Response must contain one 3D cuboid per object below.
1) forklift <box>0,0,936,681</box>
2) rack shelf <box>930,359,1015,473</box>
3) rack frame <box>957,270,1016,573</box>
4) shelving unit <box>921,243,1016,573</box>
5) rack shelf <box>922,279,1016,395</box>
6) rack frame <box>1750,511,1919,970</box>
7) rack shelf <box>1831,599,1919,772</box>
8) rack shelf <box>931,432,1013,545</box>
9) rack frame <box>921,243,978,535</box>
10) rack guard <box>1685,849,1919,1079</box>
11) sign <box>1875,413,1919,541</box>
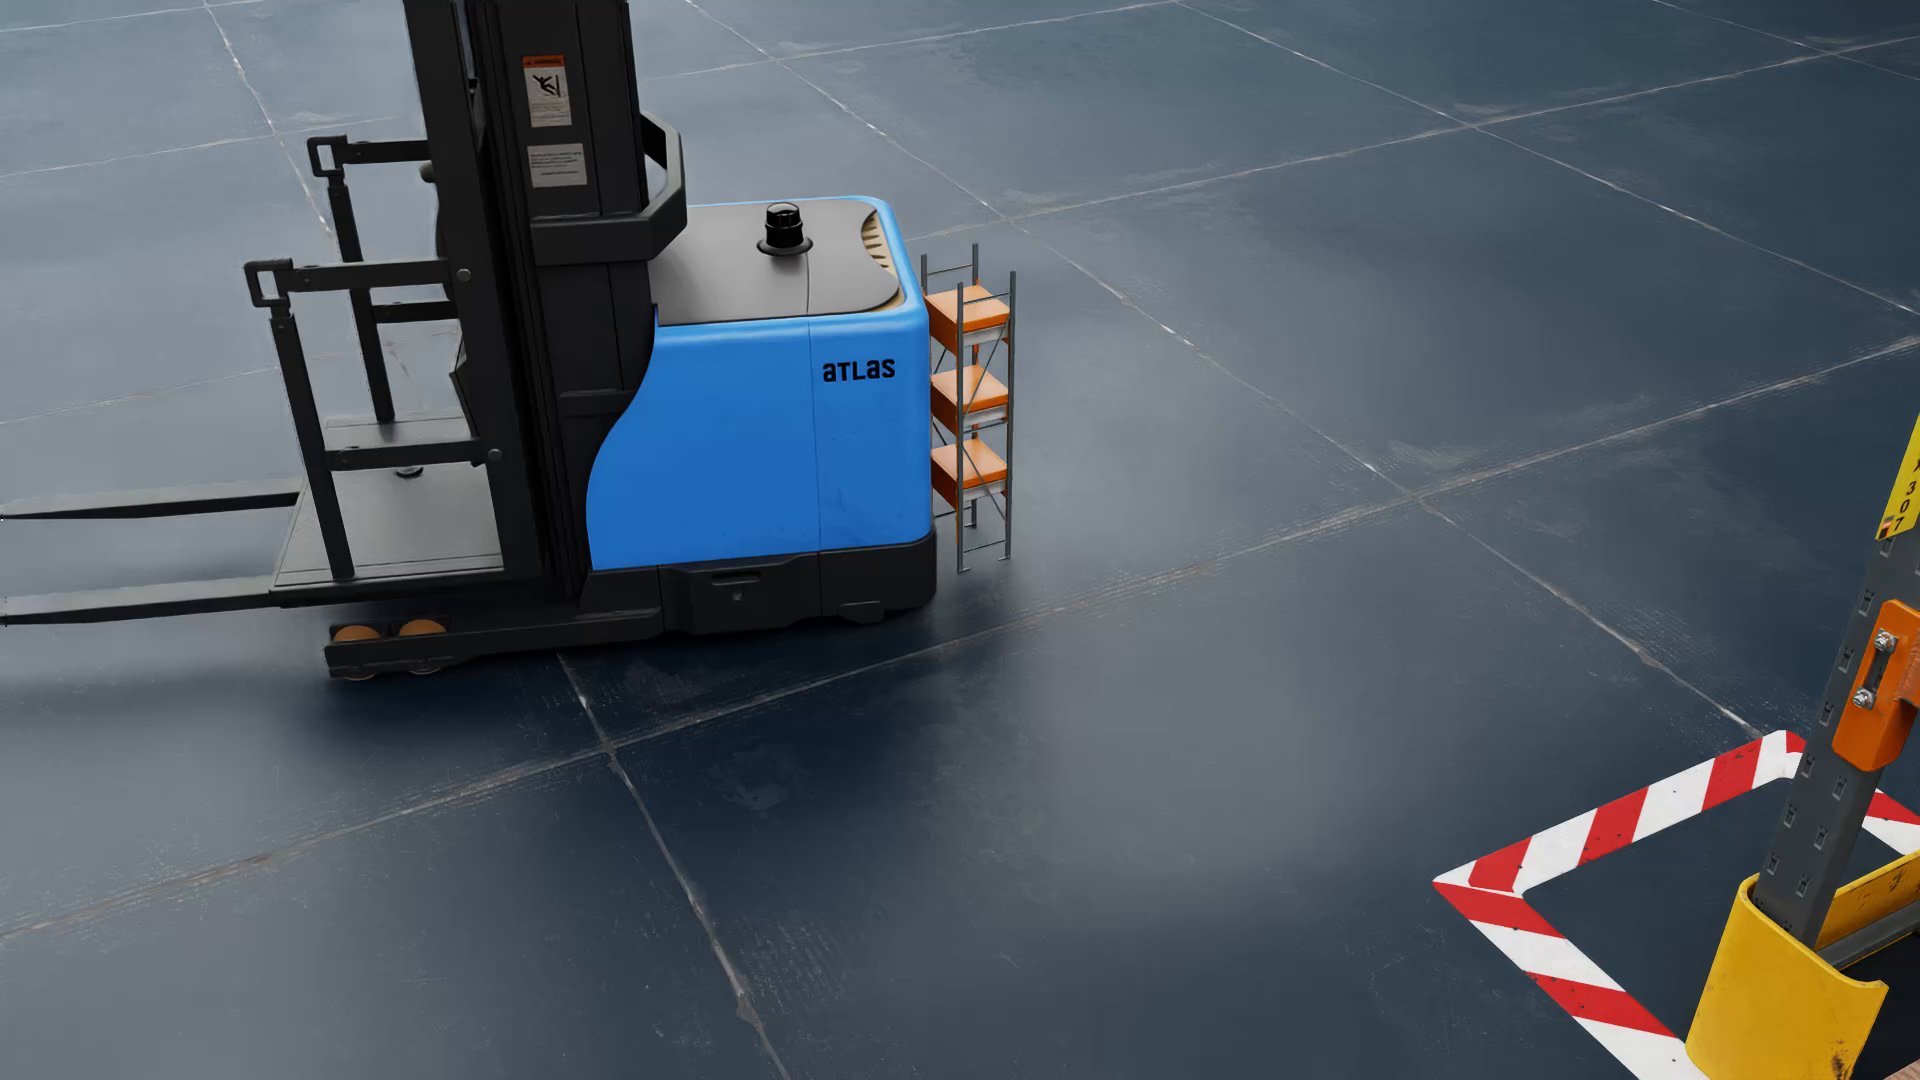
[{"bbox_3d":[-1.640,-1.112,4.769,3.031,2.935,1.130,-5,33,-8],"label":"forklift"},{"bbox_3d":[0.025,-0.408,5.433,0.215,0.259,0.240,-16,36,-23],"label":"rack shelf"},{"bbox_3d":[0.082,-0.358,5.336,0.200,1.050,0.008,-16,36,-23],"label":"rack frame"},{"bbox_3d":[0.025,-0.417,5.427,0.215,1.050,0.252,-16,36,-23],"label":"shelving unit"},{"bbox_3d":[0.025,-0.647,5.280,0.215,0.259,0.240,-16,36,-23],"label":"rack shelf"},{"bbox_3d":[2.192,-0.168,3.232,1.000,3.000,0.127,-16,36,-23],"label":"rack frame"},{"bbox_3d":[3.125,1.089,1.936,1.077,0.370,4.000,-16,36,-23],"label":"rack shelf"},{"bbox_3d":[0.025,-0.174,5.583,0.215,0.259,0.240,-16,36,-23],"label":"rack shelf"},{"bbox_3d":[-0.032,-0.475,5.518,0.200,1.050,0.008,-16,36,-23],"label":"rack frame"},{"bbox_3d":[2.270,0.909,3.868,1.175,0.500,0.348,-16,36,-23],"label":"rack guard"},{"bbox_3d":[1.704,-0.149,2.945,0.100,0.325,0.005,-16,36,-23],"label":"sign"}]
